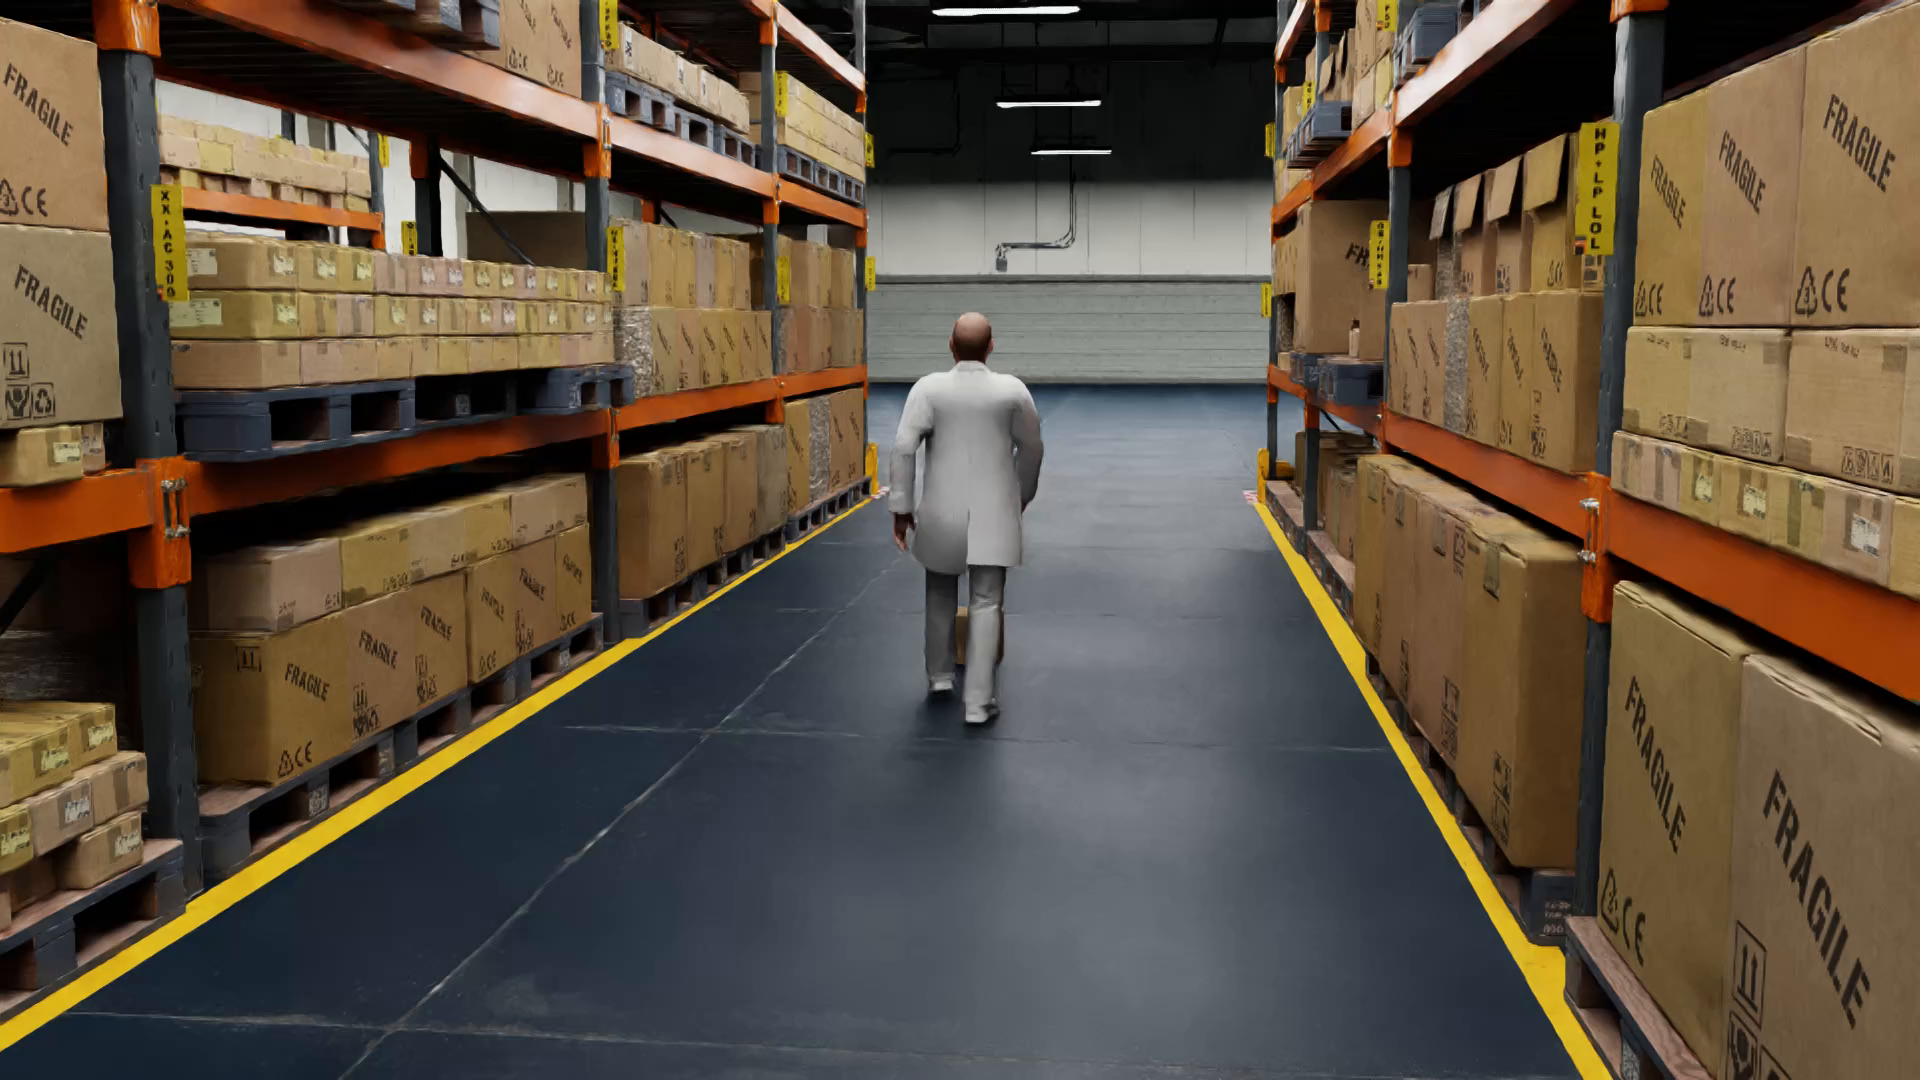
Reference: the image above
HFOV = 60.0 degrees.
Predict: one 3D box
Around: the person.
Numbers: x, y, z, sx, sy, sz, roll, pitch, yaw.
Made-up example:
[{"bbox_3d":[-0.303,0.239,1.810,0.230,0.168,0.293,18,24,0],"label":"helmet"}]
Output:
[{"bbox_3d":[0.032,-0.119,7.395,0.680,1.775,0.860,0,7,3],"label":"person"}]
